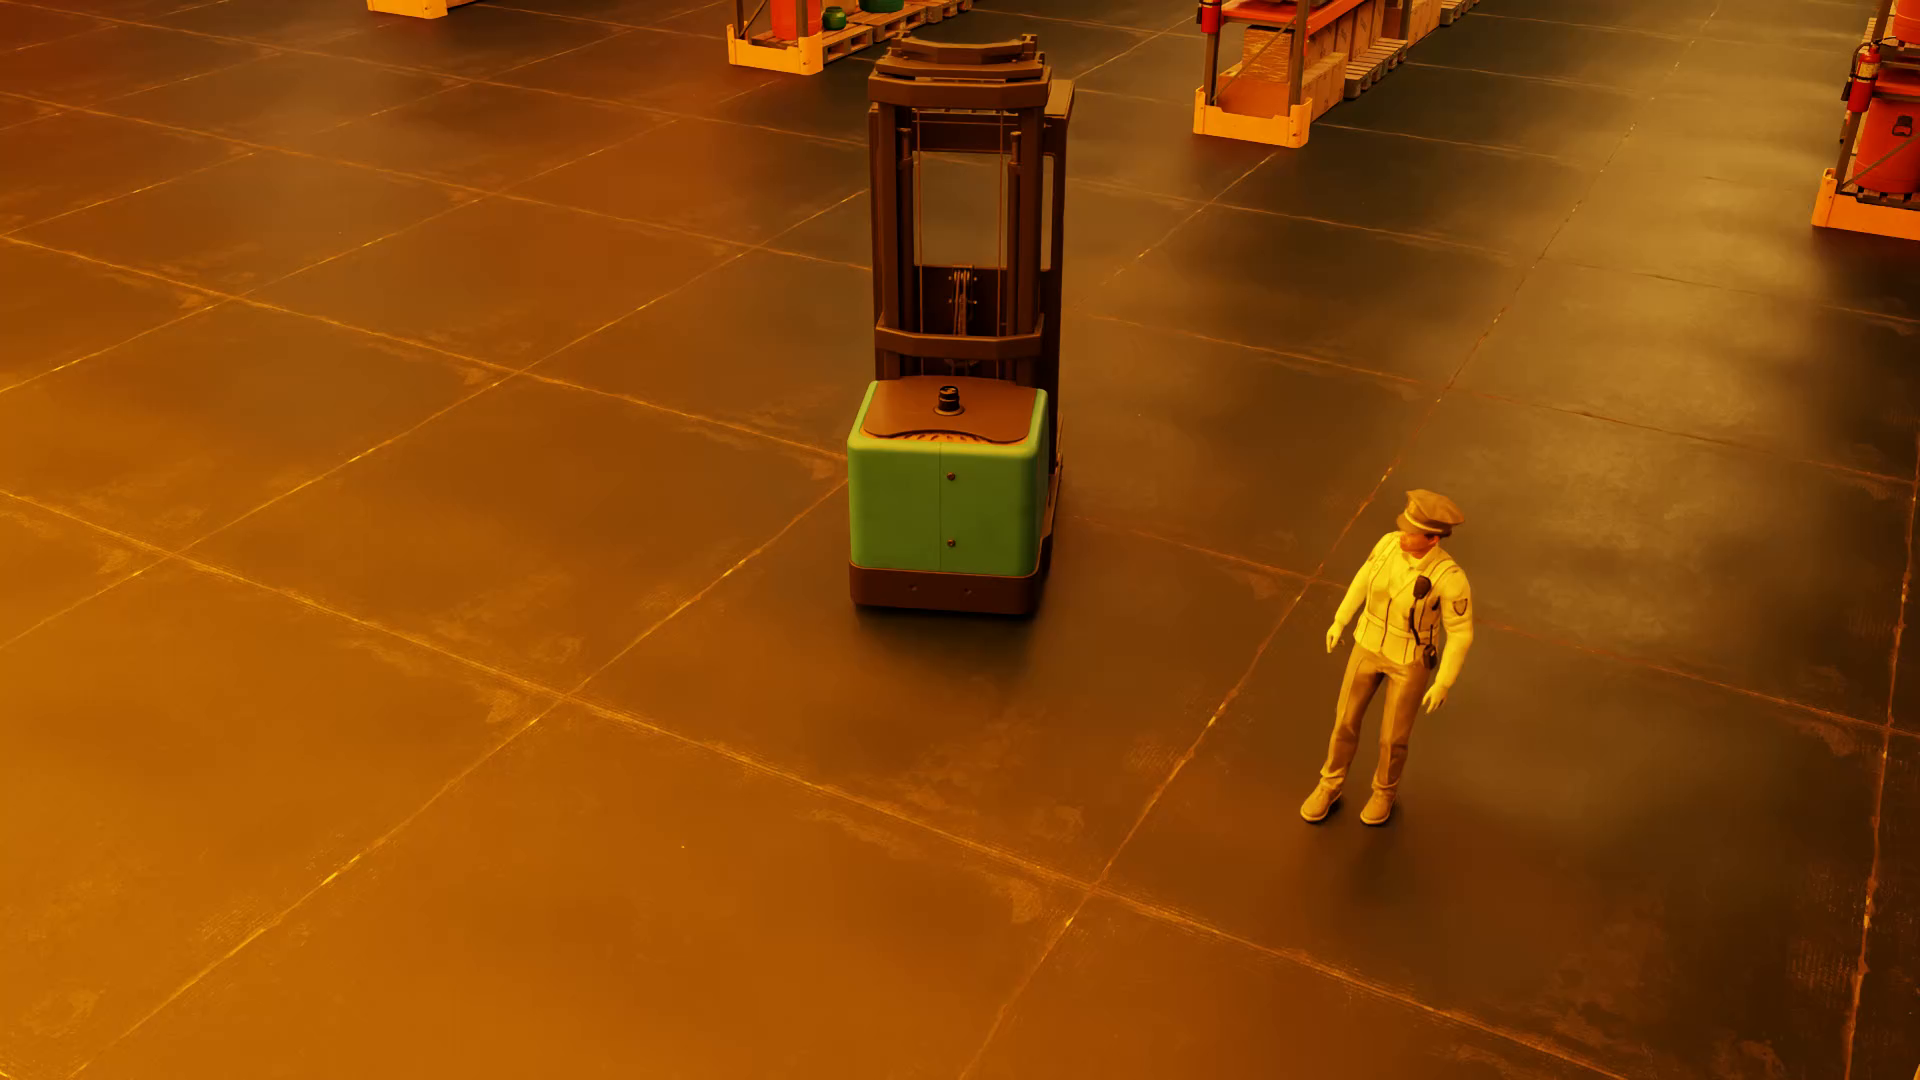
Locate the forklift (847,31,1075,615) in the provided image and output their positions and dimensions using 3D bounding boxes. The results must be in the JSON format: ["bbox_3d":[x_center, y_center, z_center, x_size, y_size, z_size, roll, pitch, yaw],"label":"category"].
[{"bbox_3d":[0.072,-1.572,9.794,1.130,2.935,3.031,3,30,6],"label":"forklift"}]

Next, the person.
[{"bbox_3d":[1.883,0.550,7.373,0.646,1.681,0.479,25,38,36],"label":"person"}]
